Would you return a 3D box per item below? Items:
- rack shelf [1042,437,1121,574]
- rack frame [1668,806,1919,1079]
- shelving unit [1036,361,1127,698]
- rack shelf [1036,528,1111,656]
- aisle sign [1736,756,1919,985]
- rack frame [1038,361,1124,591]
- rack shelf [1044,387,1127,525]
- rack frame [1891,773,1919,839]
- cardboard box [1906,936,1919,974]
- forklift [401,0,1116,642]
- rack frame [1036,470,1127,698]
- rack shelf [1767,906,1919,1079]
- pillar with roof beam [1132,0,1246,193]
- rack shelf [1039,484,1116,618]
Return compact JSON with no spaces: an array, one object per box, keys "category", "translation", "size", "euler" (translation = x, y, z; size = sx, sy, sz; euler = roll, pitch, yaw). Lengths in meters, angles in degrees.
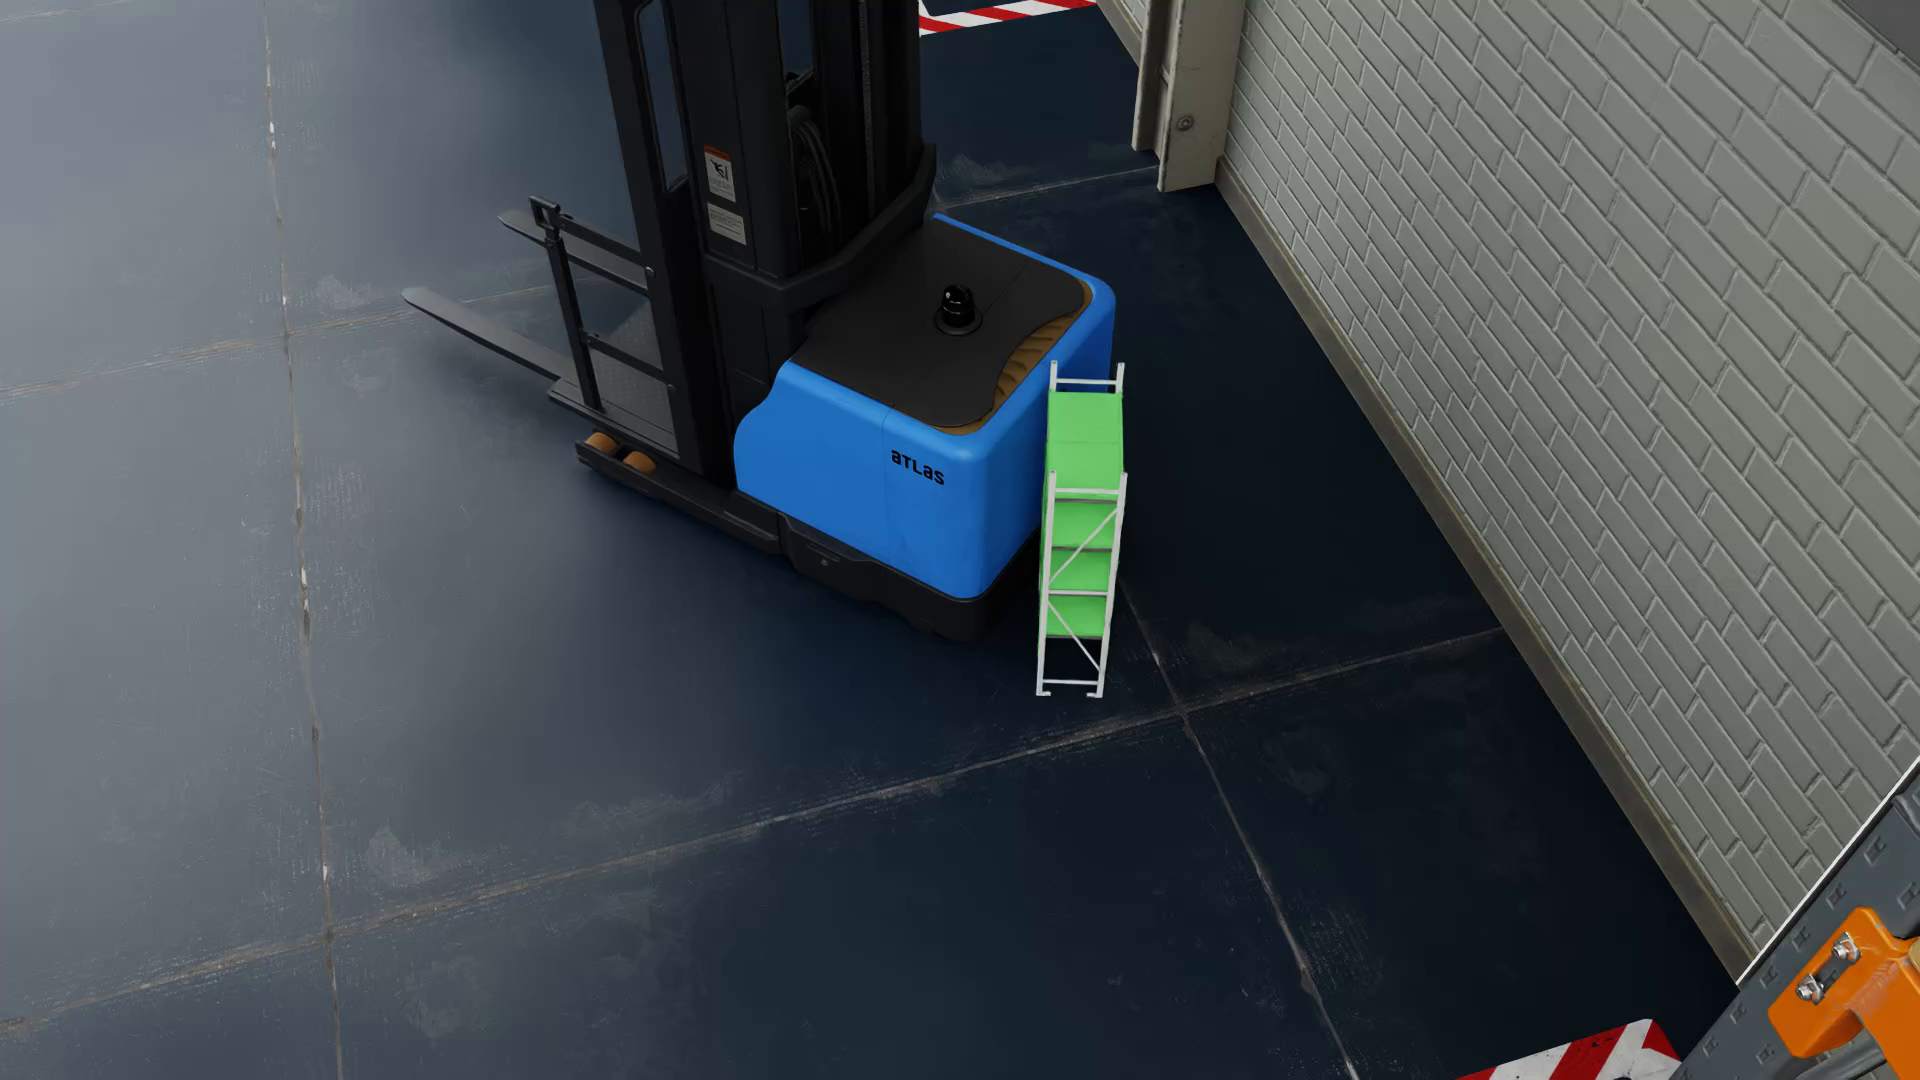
[{"category":"rack shelf","translation":[0.409,-0.121,5.626],"size":[0.258,0.148,0.480],"euler":[2,50,2]},{"category":"rack frame","translation":[1.789,1.264,3.512],"size":[1.000,3.000,0.127],"euler":[-13,51,-11]},{"category":"shelving unit","translation":[0.409,-0.007,5.761],"size":[0.258,1.200,0.503],"euler":[2,50,2]},{"category":"rack shelf","translation":[0.409,0.189,5.993],"size":[0.258,0.148,0.480],"euler":[2,50,2]},{"category":"aisle sign","translation":[1.481,0.441,2.506],"size":[0.394,0.787,0.004],"euler":[-13,51,-11]},{"category":"rack frame","translation":[0.420,-0.194,5.918],"size":[0.240,1.200,0.015],"euler":[2,50,2]},{"category":"rack shelf","translation":[0.409,-0.275,5.443],"size":[0.258,0.148,0.480],"euler":[2,50,2]},{"category":"rack frame","translation":[1.789,-0.670,1.219],"size":[1.000,3.000,0.127],"euler":[-13,51,-11]},{"category":"cardboard box","translation":[1.649,0.559,2.066],"size":[0.500,0.500,0.500],"euler":[-12,51,-10]},{"category":"forklift","translation":[-0.947,-1.452,5.846],"size":[3.031,2.935,1.130],"euler":[26,55,20]},{"category":"rack frame","translation":[0.398,0.179,5.604],"size":[0.240,1.200,0.015],"euler":[2,50,2]},{"category":"rack shelf","translation":[2.380,1.989,1.409],"size":[1.077,0.370,4.000],"euler":[-13,51,-11]},{"category":"pillar with roof beam","translation":[-3.065,-3.763,3.826],"size":[9.100,9.000,0.400],"euler":[-13,51,-11]},{"category":"rack shelf","translation":[0.409,0.034,5.810],"size":[0.258,0.148,0.480],"euler":[2,50,2]}]
